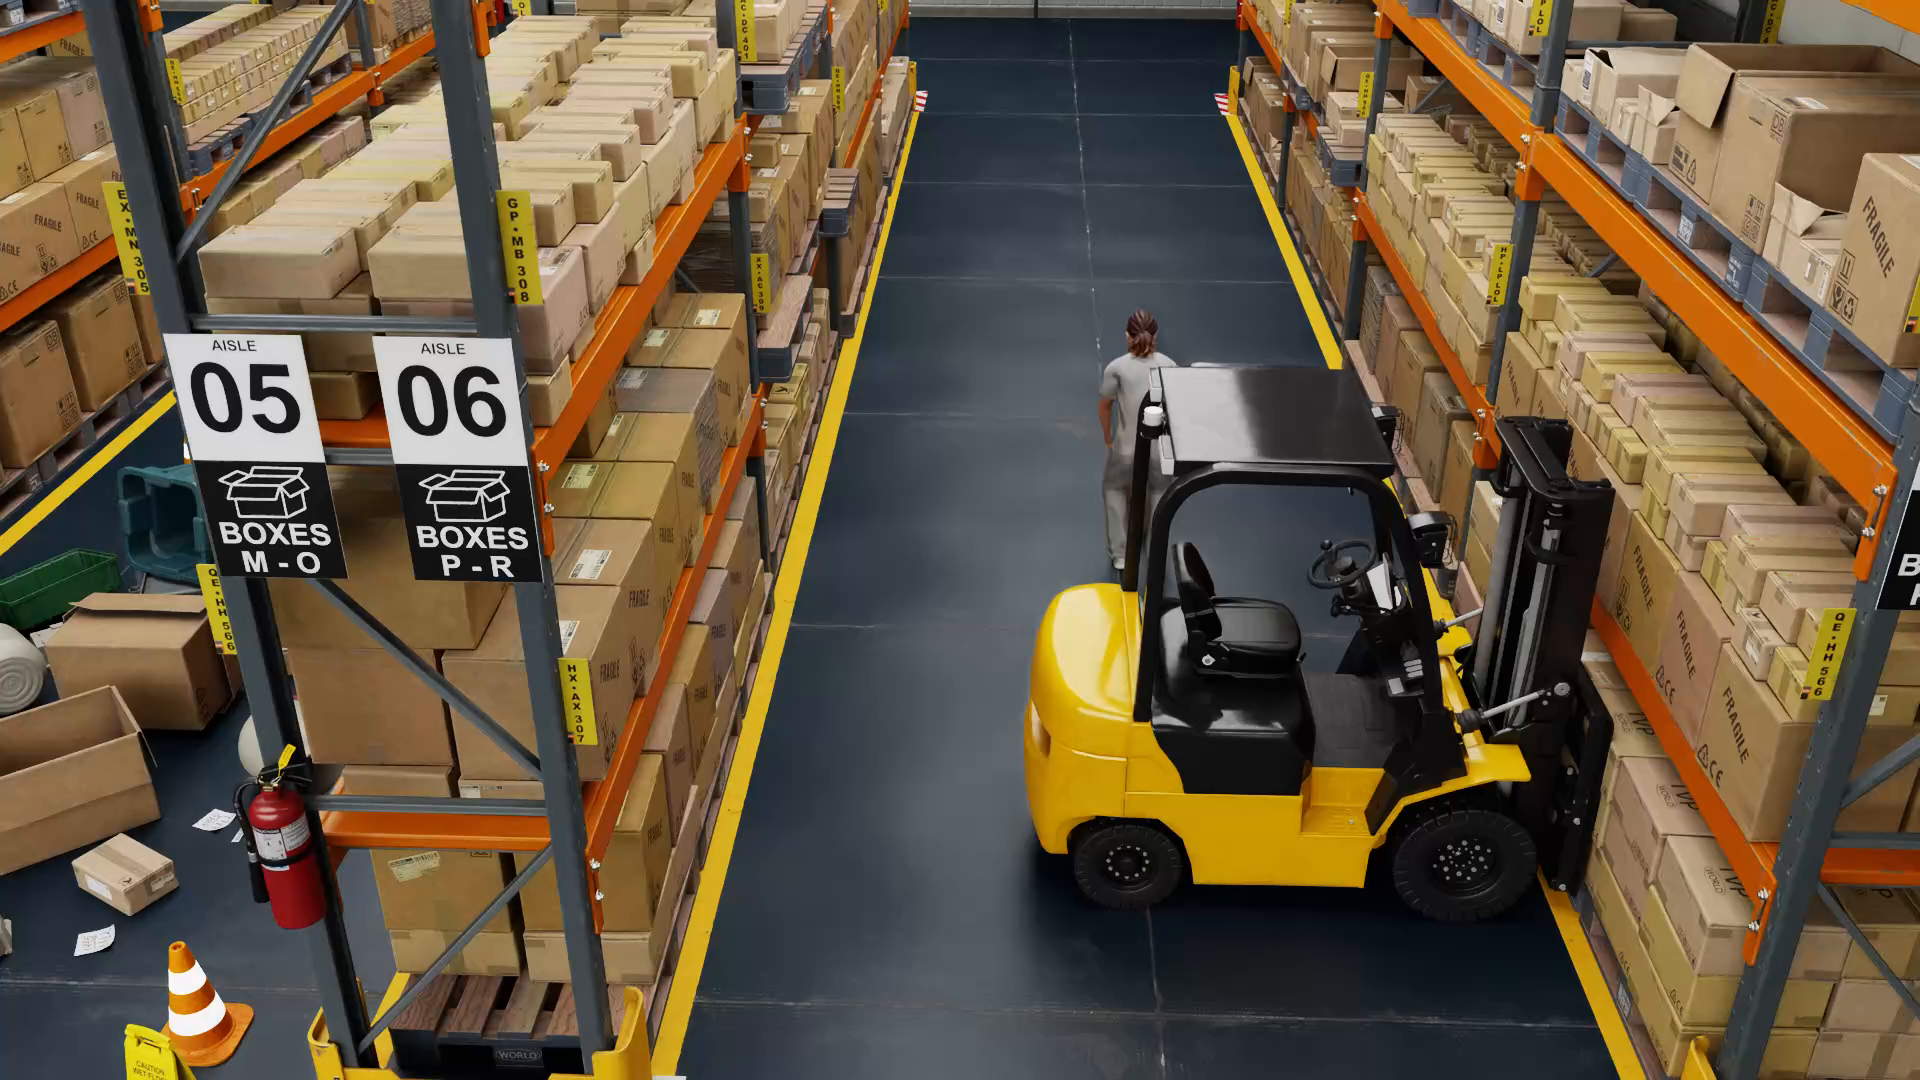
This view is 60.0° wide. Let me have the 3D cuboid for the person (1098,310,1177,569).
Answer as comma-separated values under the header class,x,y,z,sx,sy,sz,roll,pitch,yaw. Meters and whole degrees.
class,x,y,z,sx,sy,sz,roll,pitch,yaw
person,1.047,-0.572,9.833,0.478,1.556,0.489,1,28,3
